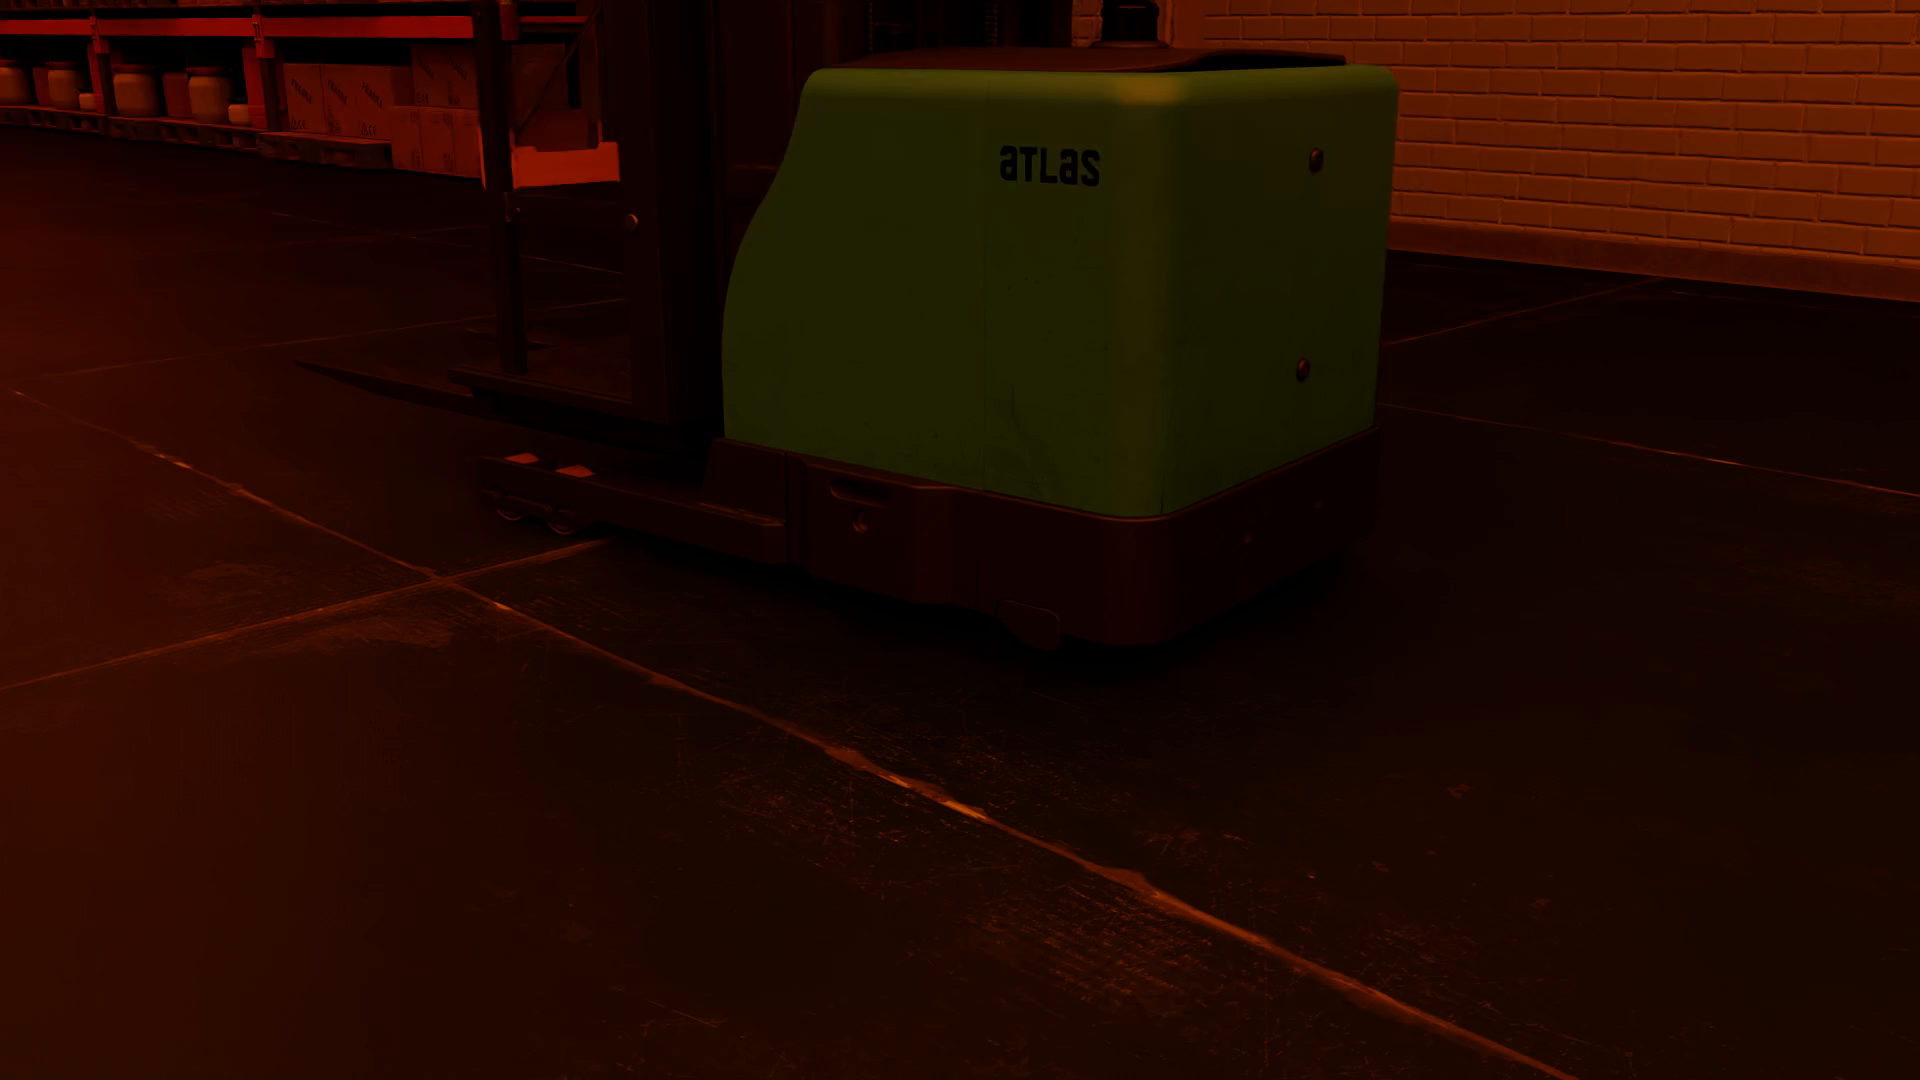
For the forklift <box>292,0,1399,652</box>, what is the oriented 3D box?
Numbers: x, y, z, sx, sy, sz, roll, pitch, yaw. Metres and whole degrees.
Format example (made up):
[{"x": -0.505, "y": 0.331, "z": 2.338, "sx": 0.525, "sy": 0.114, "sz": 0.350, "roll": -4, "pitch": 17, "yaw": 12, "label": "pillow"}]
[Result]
[{"x": -0.548, "y": -1.520, "z": 3.851, "sx": 3.031, "sy": 2.935, "sz": 1.130, "roll": 13, "pitch": 21, "yaw": 36, "label": "forklift"}]
